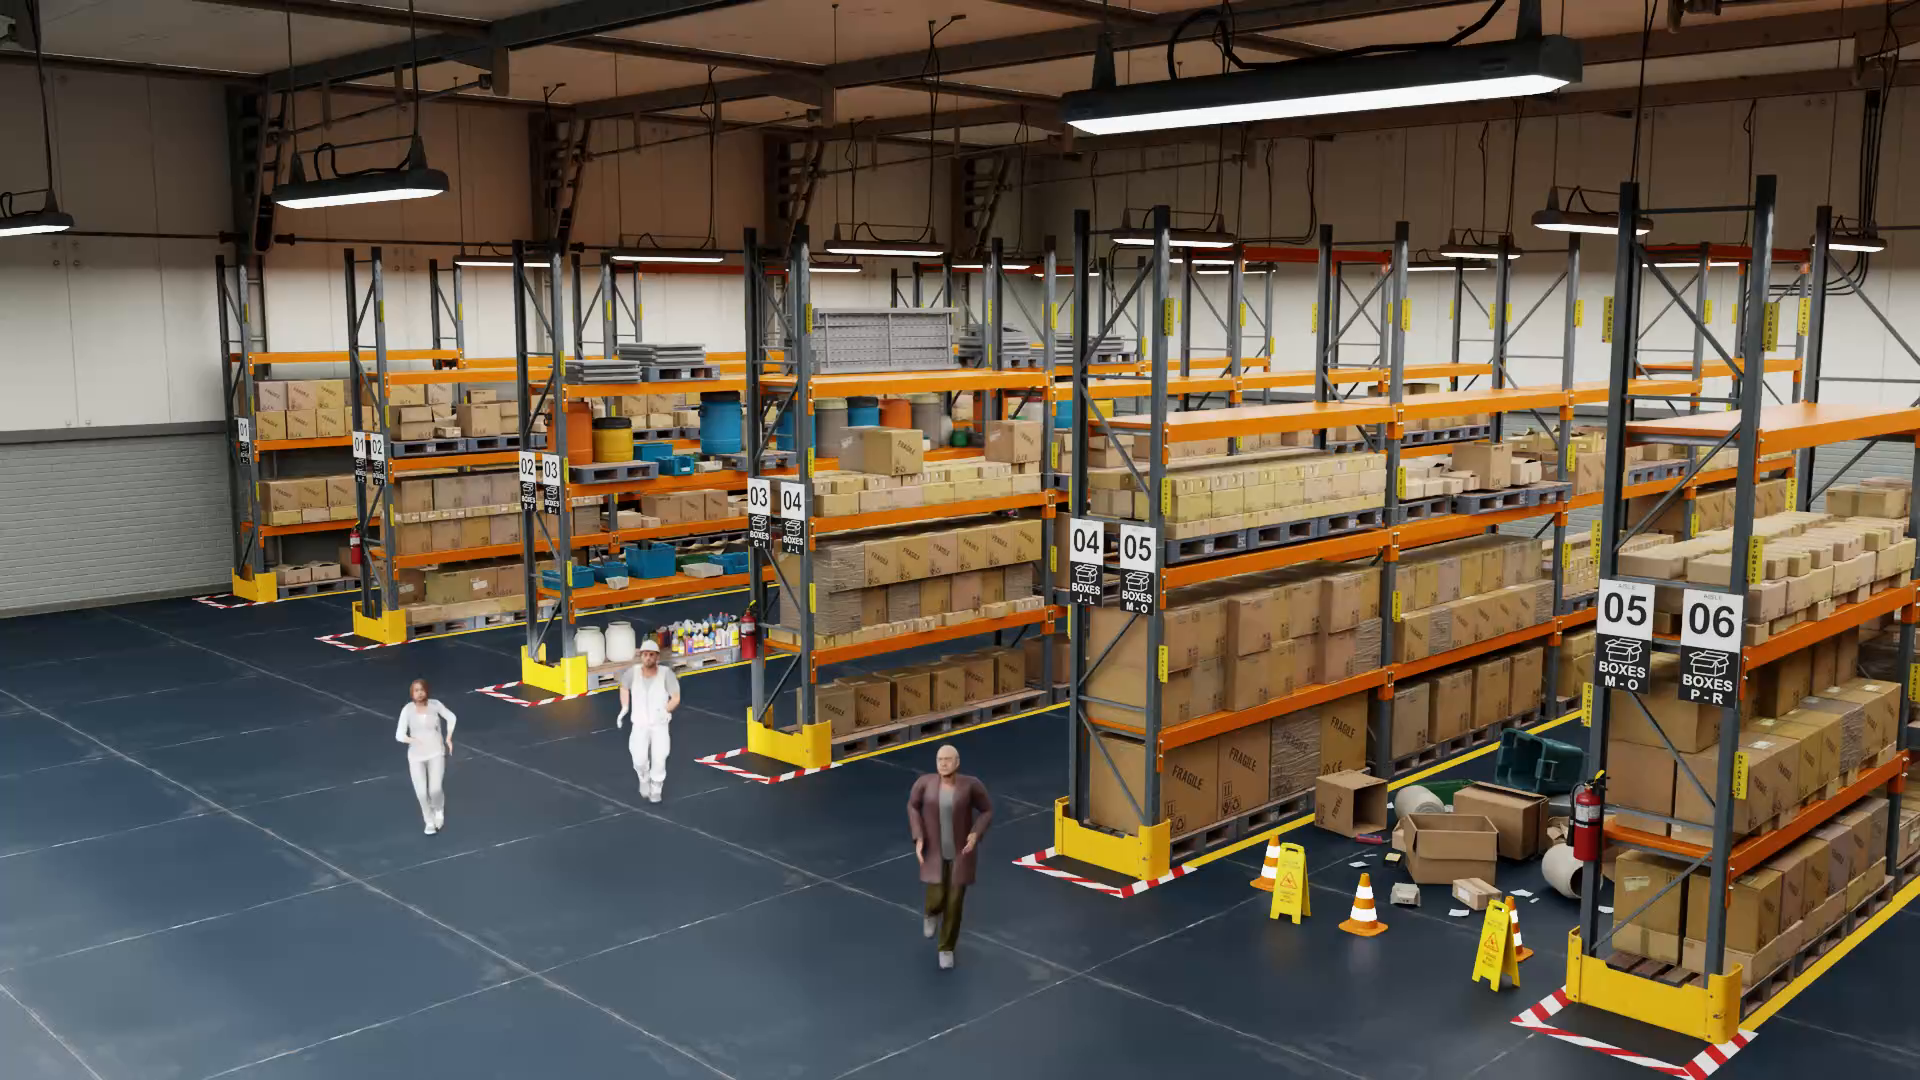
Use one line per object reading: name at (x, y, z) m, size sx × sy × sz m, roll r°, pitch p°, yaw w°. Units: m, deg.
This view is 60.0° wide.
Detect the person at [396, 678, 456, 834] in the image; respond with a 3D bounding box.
person at (-5.174, 2.123, 16.119) m, size 0.535 × 1.547 × 0.566 m, roll -2°, pitch 8°, yaw -11°

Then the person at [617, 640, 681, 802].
person at (-3.200, 1.887, 17.085) m, size 0.660 × 1.738 × 0.677 m, roll -1°, pitch 8°, yaw -4°

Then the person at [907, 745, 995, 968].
person at (-0.081, 2.461, 13.106) m, size 0.704 × 1.735 × 0.623 m, roll 1°, pitch 8°, yaw 4°
